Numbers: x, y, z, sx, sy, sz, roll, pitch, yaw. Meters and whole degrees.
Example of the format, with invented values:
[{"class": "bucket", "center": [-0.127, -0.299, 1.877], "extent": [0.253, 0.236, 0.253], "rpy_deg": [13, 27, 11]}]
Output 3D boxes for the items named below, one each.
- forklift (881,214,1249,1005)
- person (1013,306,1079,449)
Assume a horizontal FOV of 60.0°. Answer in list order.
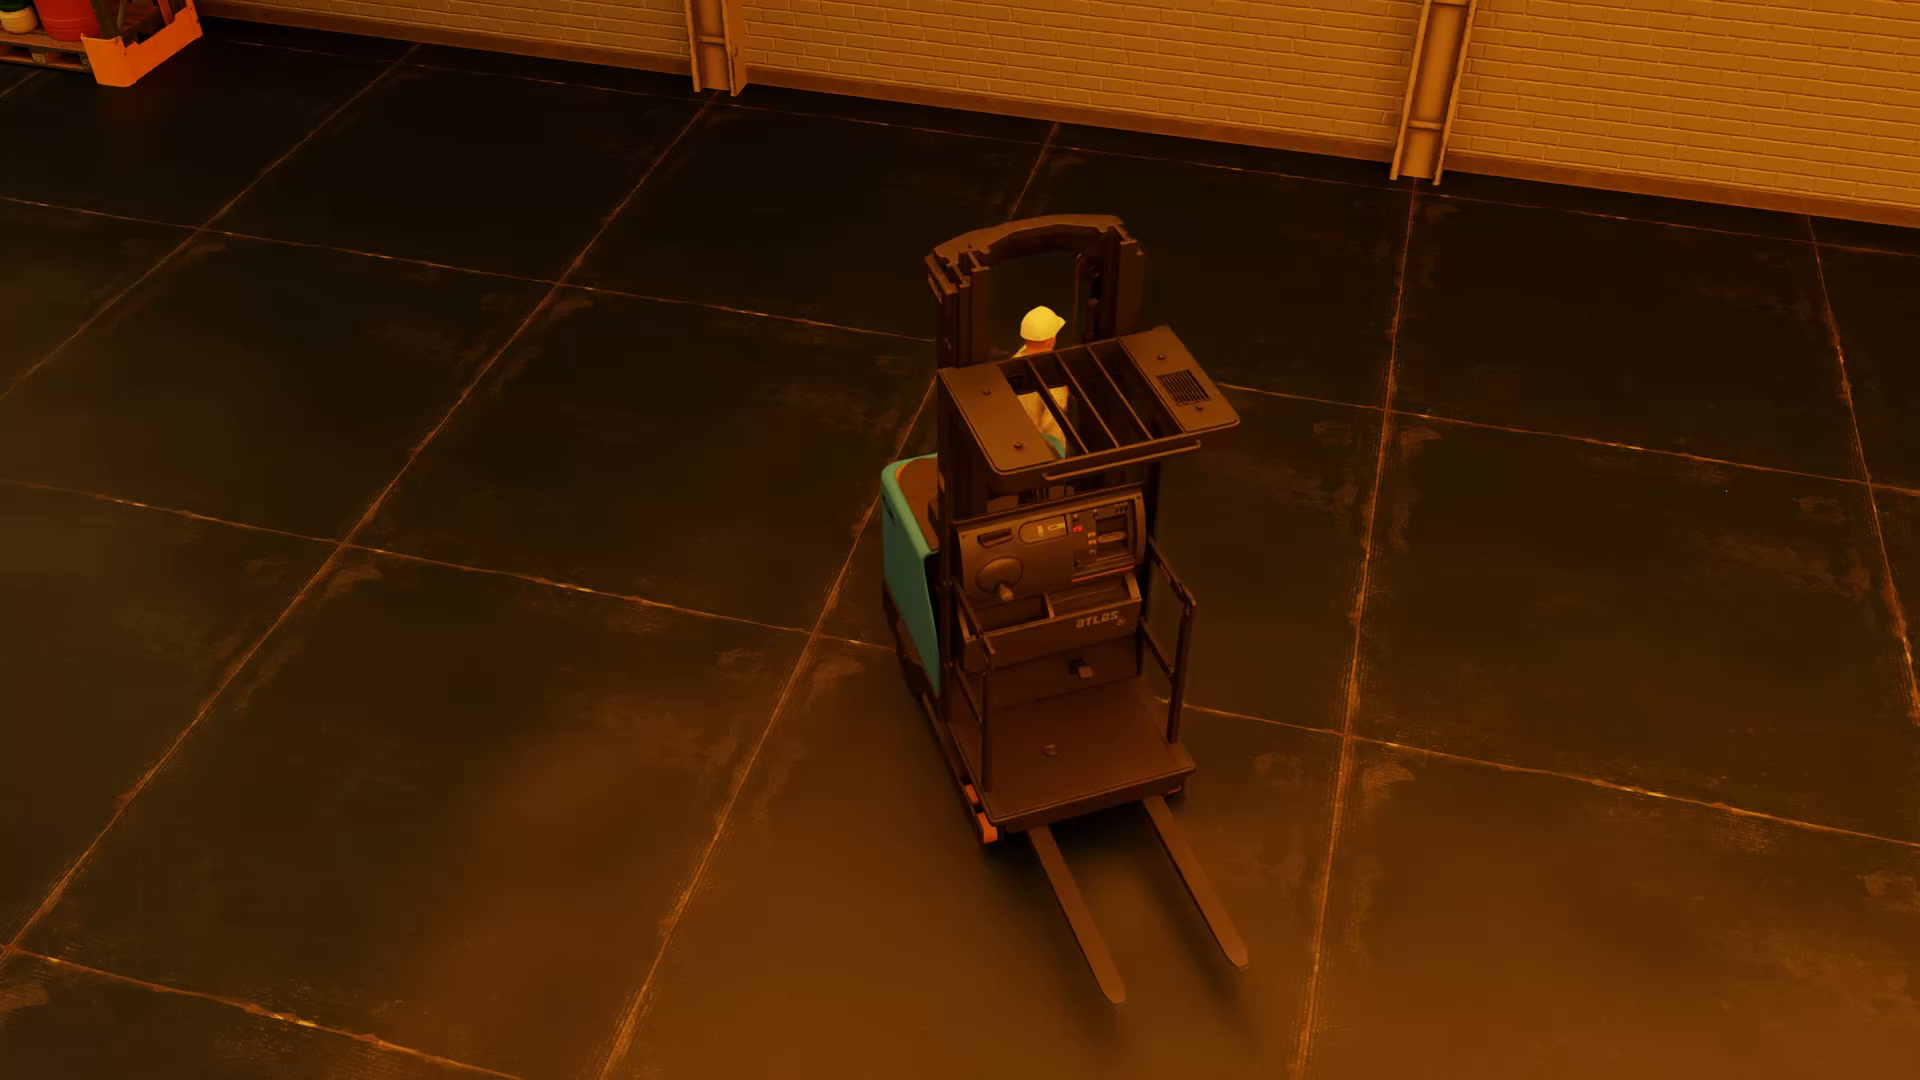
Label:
[{"class": "forklift", "center": [0.512, 0.115, 7.730], "extent": [1.130, 2.935, 3.031], "rpy_deg": [-13, 43, -14]}, {"class": "person", "center": [0.496, -0.501, 9.364], "extent": [0.832, 1.730, 0.704], "rpy_deg": [-1, 41, -2]}]
